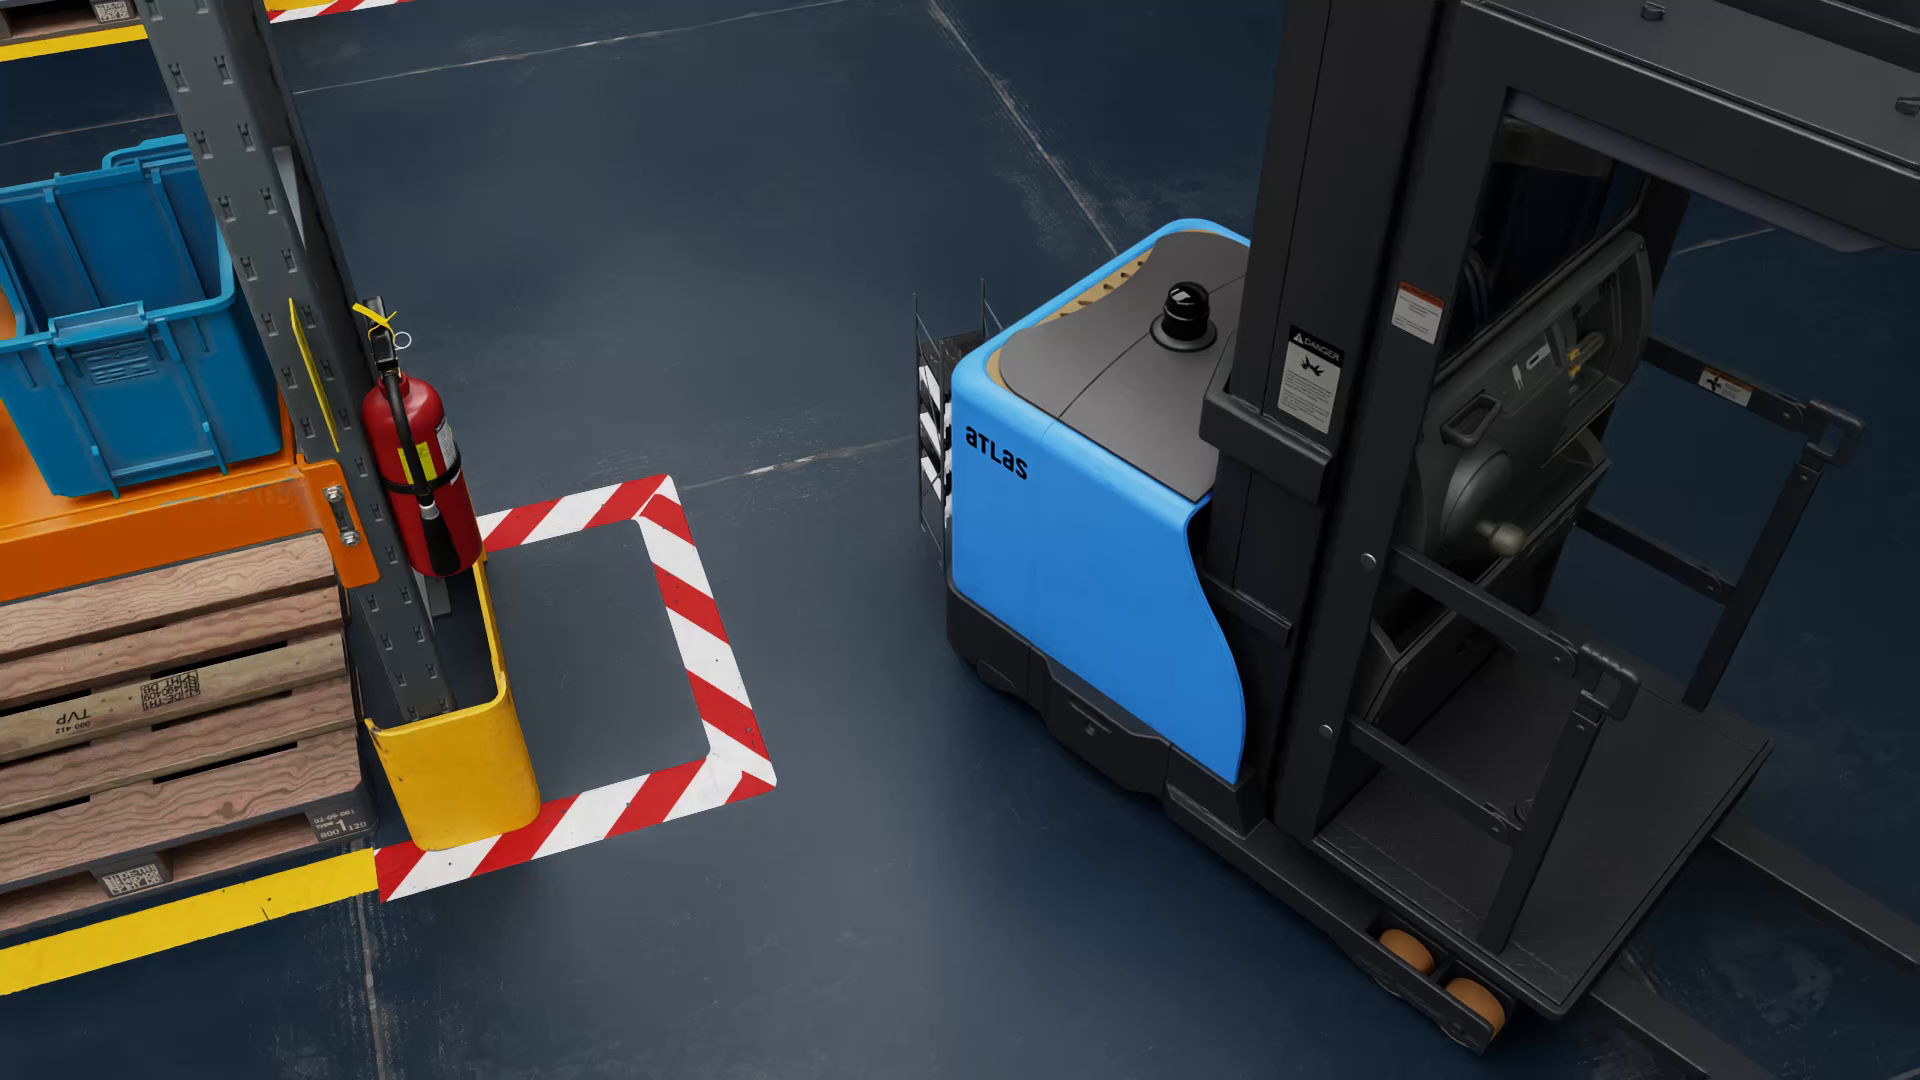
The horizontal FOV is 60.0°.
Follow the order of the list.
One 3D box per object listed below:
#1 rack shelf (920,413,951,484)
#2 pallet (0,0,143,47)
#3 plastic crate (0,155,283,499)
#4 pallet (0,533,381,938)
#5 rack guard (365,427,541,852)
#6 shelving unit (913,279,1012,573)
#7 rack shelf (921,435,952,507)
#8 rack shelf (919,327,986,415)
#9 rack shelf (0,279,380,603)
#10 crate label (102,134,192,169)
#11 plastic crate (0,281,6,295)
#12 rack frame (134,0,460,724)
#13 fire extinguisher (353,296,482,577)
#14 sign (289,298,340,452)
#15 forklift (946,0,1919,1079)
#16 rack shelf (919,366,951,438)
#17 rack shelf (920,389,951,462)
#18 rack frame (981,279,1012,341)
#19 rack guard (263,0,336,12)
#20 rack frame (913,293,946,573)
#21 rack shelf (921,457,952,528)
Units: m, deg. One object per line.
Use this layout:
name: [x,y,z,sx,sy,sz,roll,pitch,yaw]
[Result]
rack shelf: [0.008,-0.296,4.957,0.200,0.077,0.258,-14,47,-14]
pallet: [-3.998,-2.738,7.830,1.213,0.211,1.003,-14,47,-14]
plastic crate: [-1.751,-0.461,3.524,0.499,0.435,0.616,-14,47,-14]
pallet: [-2.288,0.524,4.578,1.213,0.211,1.003,-14,47,-14]
rack guard: [-1.481,0.236,4.662,0.348,0.500,1.175,-14,47,-14]
shelving unit: [0.008,-0.320,4.933,0.210,0.900,0.258,-14,47,-14]
rack shelf: [0.008,-0.233,5.021,0.200,0.077,0.258,-14,47,-14]
rack shelf: [0.008,-0.487,4.766,0.200,0.077,0.258,-14,47,-14]
rack shelf: [-3.380,0.103,3.538,4.000,0.370,1.077,-14,47,-14]
crate label: [-1.843,-0.754,3.960,0.303,0.233,0.416,-14,47,-14]
plastic crate: [-2.173,-0.698,3.972,0.298,0.136,0.250,-14,47,-14]
rack frame: [-1.499,-0.632,3.763,0.127,3.000,1.000,-14,47,-14]
fire extinguisher: [-1.203,-0.207,3.656,0.183,0.674,0.296,-14,47,-14]
sign: [-1.297,-0.327,3.343,0.005,0.325,0.100,-14,47,-14]
forklift: [1.370,-0.233,3.413,3.031,2.935,1.130,34,54,29]
rack shelf: [0.008,-0.423,4.829,0.200,0.077,0.258,-14,47,-14]
rack shelf: [0.008,-0.360,4.893,0.200,0.077,0.258,-14,47,-14]
rack frame: [0.103,-0.344,4.958,0.006,0.900,0.240,-14,47,-14]
rack guard: [-3.249,-3.033,7.920,0.348,0.500,1.175,-14,47,-14]
rack frame: [-0.088,-0.295,4.909,0.006,0.900,0.240,-14,47,-14]
rack shelf: [0.008,-0.169,5.084,0.200,0.077,0.258,-14,47,-14]
